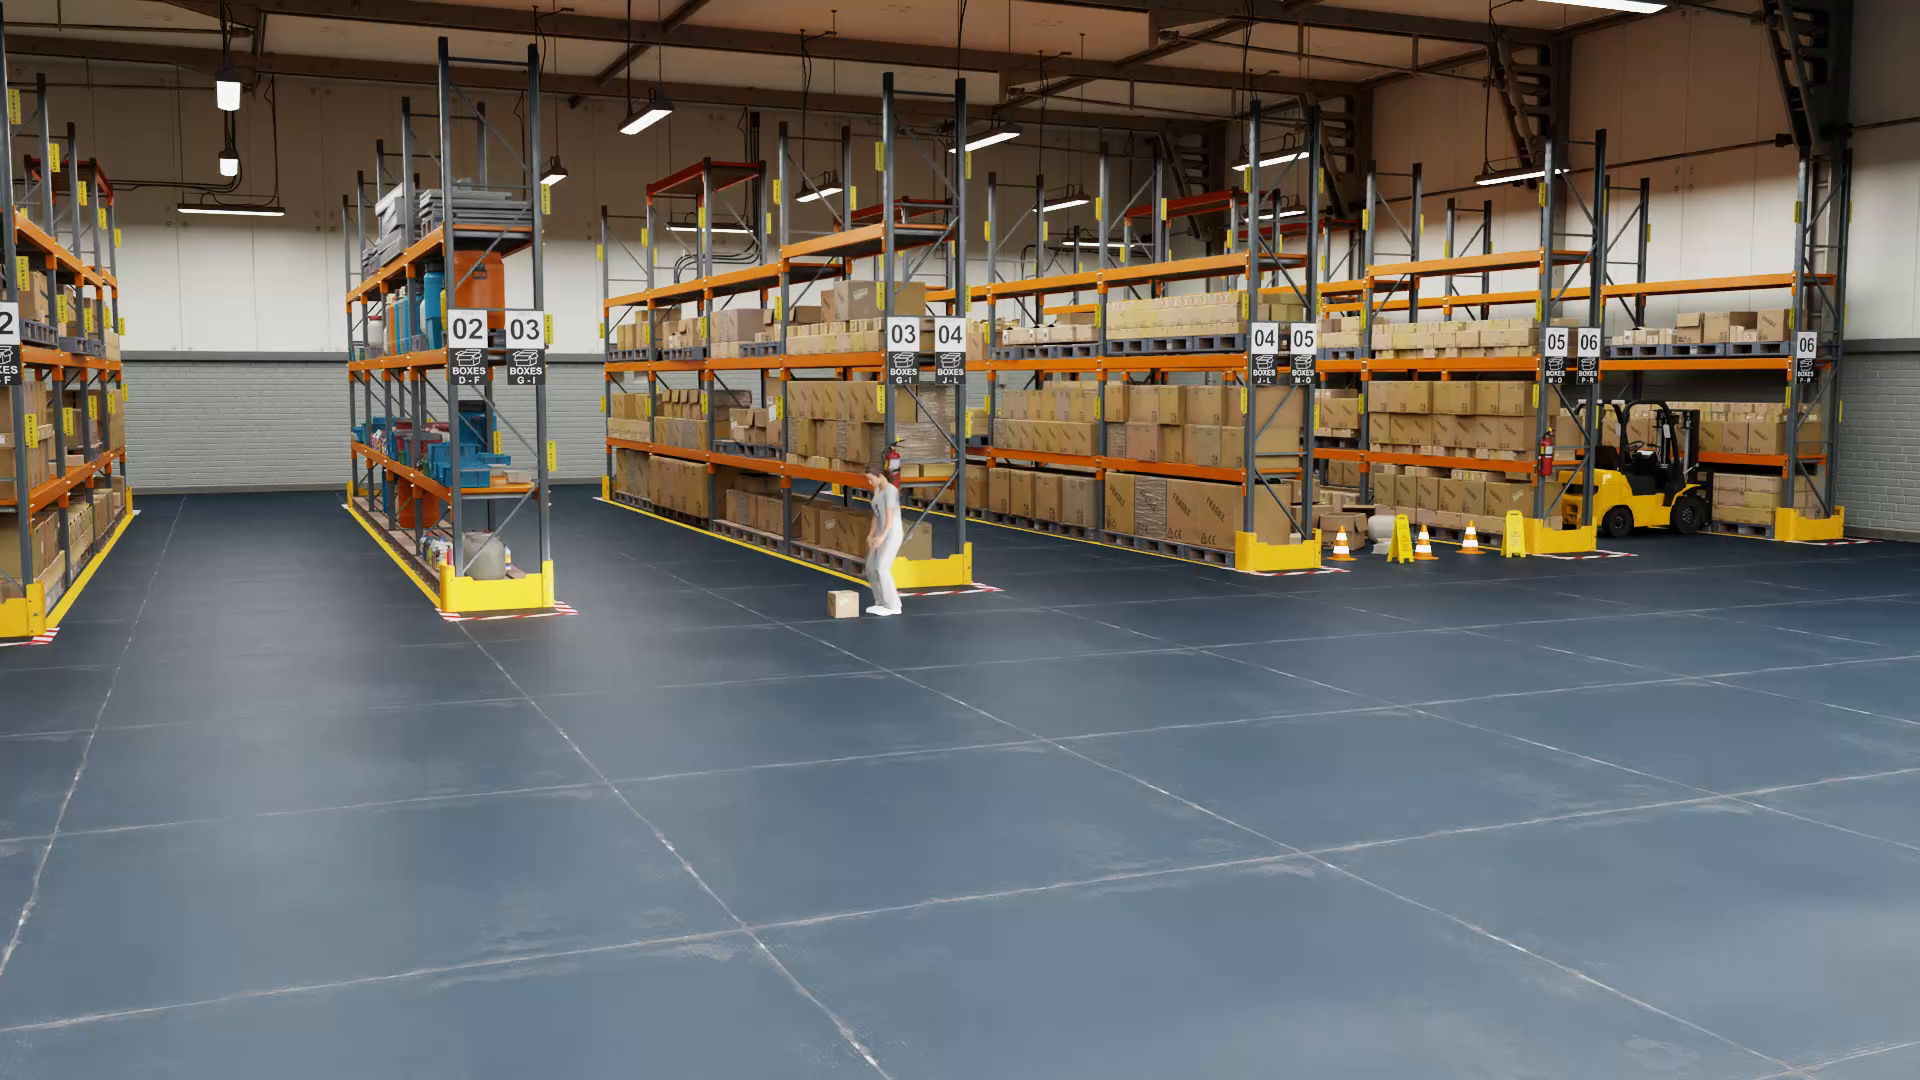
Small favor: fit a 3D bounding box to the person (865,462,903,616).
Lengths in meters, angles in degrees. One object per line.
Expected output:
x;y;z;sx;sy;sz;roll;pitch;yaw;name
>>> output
-0.803;-0.018;17.521;0.406;1.616;0.464;-2;6;-22;person
